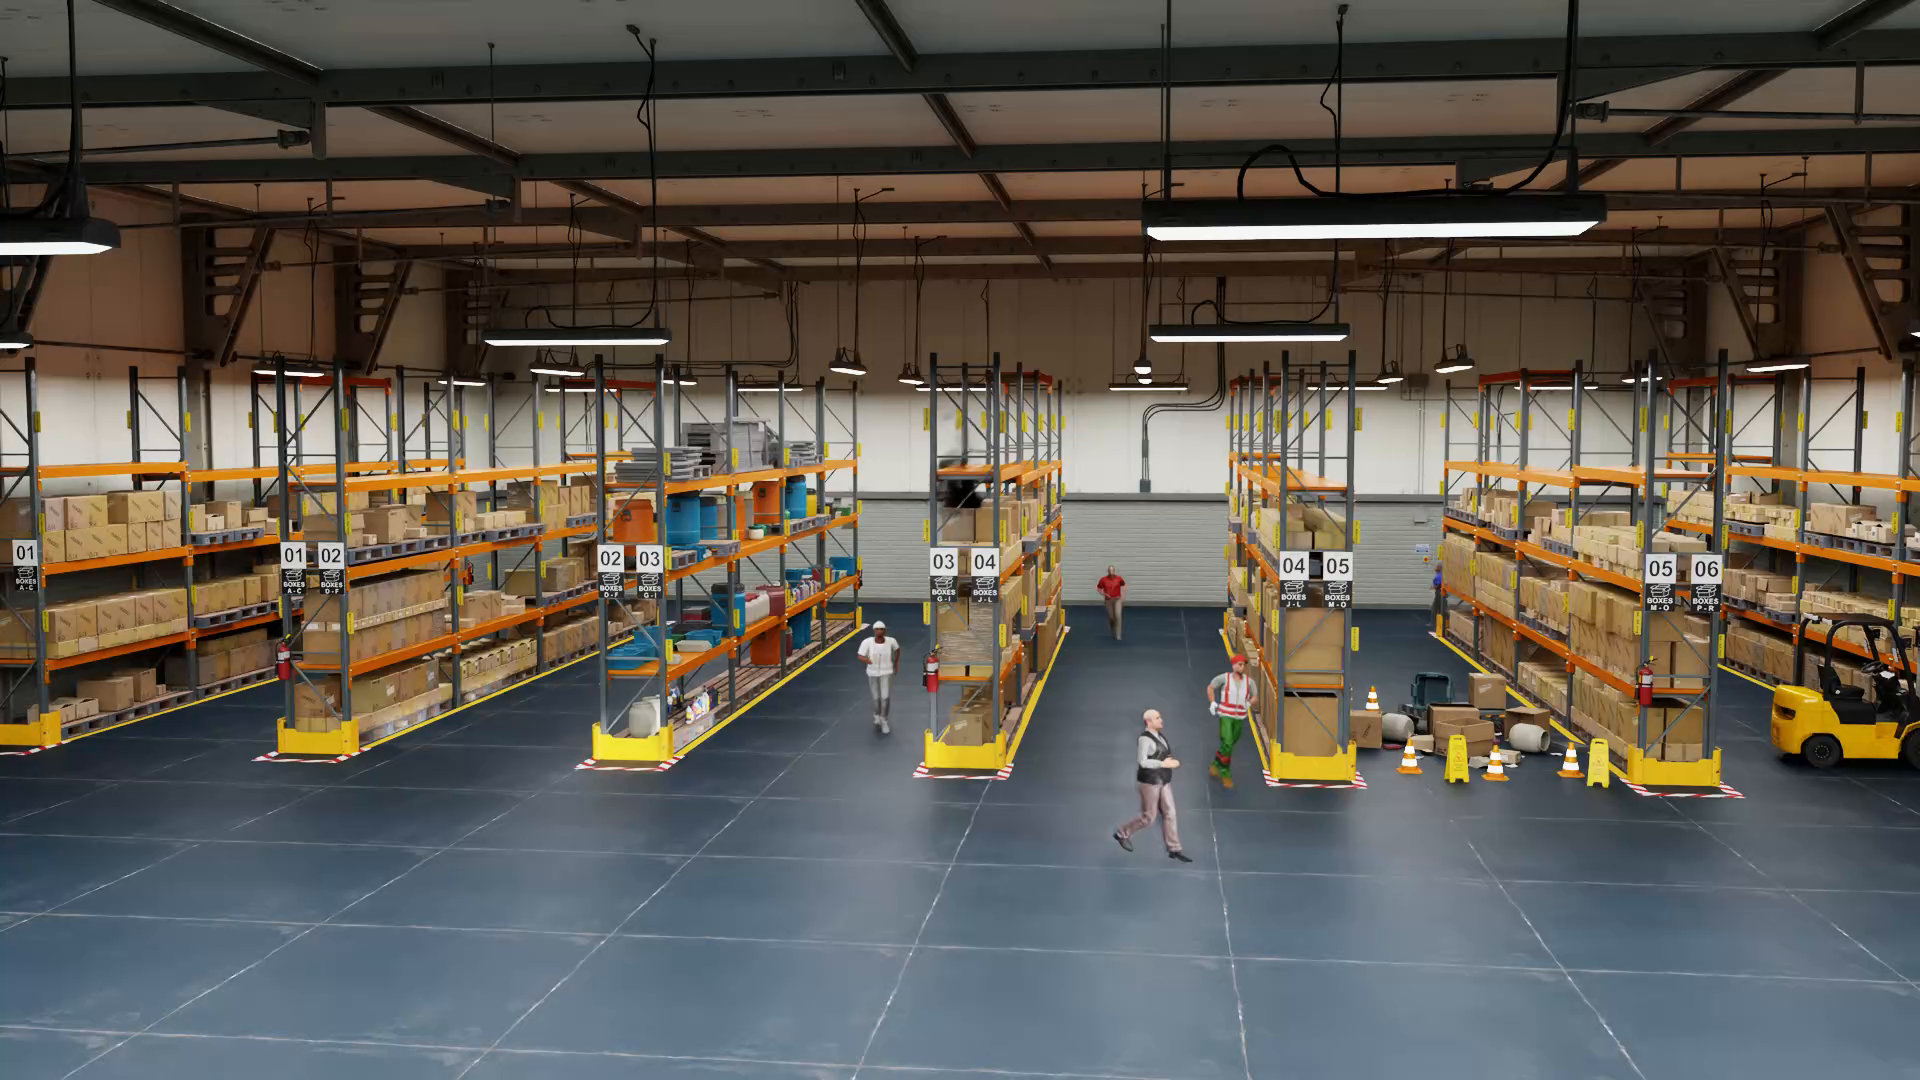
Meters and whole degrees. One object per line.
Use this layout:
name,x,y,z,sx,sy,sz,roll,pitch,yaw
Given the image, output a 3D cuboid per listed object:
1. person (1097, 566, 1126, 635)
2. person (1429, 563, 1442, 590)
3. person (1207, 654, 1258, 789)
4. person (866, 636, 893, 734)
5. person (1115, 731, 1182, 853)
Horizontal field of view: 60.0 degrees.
person,3.517,1.393,38.575,0.692,1.617,0.721,0,4,1
person,11.572,0.933,40.171,0.454,0.790,0.618,3,5,35
person,3.797,2.487,23.099,0.667,1.813,0.808,-1,4,-16
person,-1.309,2.349,27.089,0.432,1.561,0.704,0,4,0
person,2.152,2.857,18.959,0.778,1.412,0.444,2,5,32
